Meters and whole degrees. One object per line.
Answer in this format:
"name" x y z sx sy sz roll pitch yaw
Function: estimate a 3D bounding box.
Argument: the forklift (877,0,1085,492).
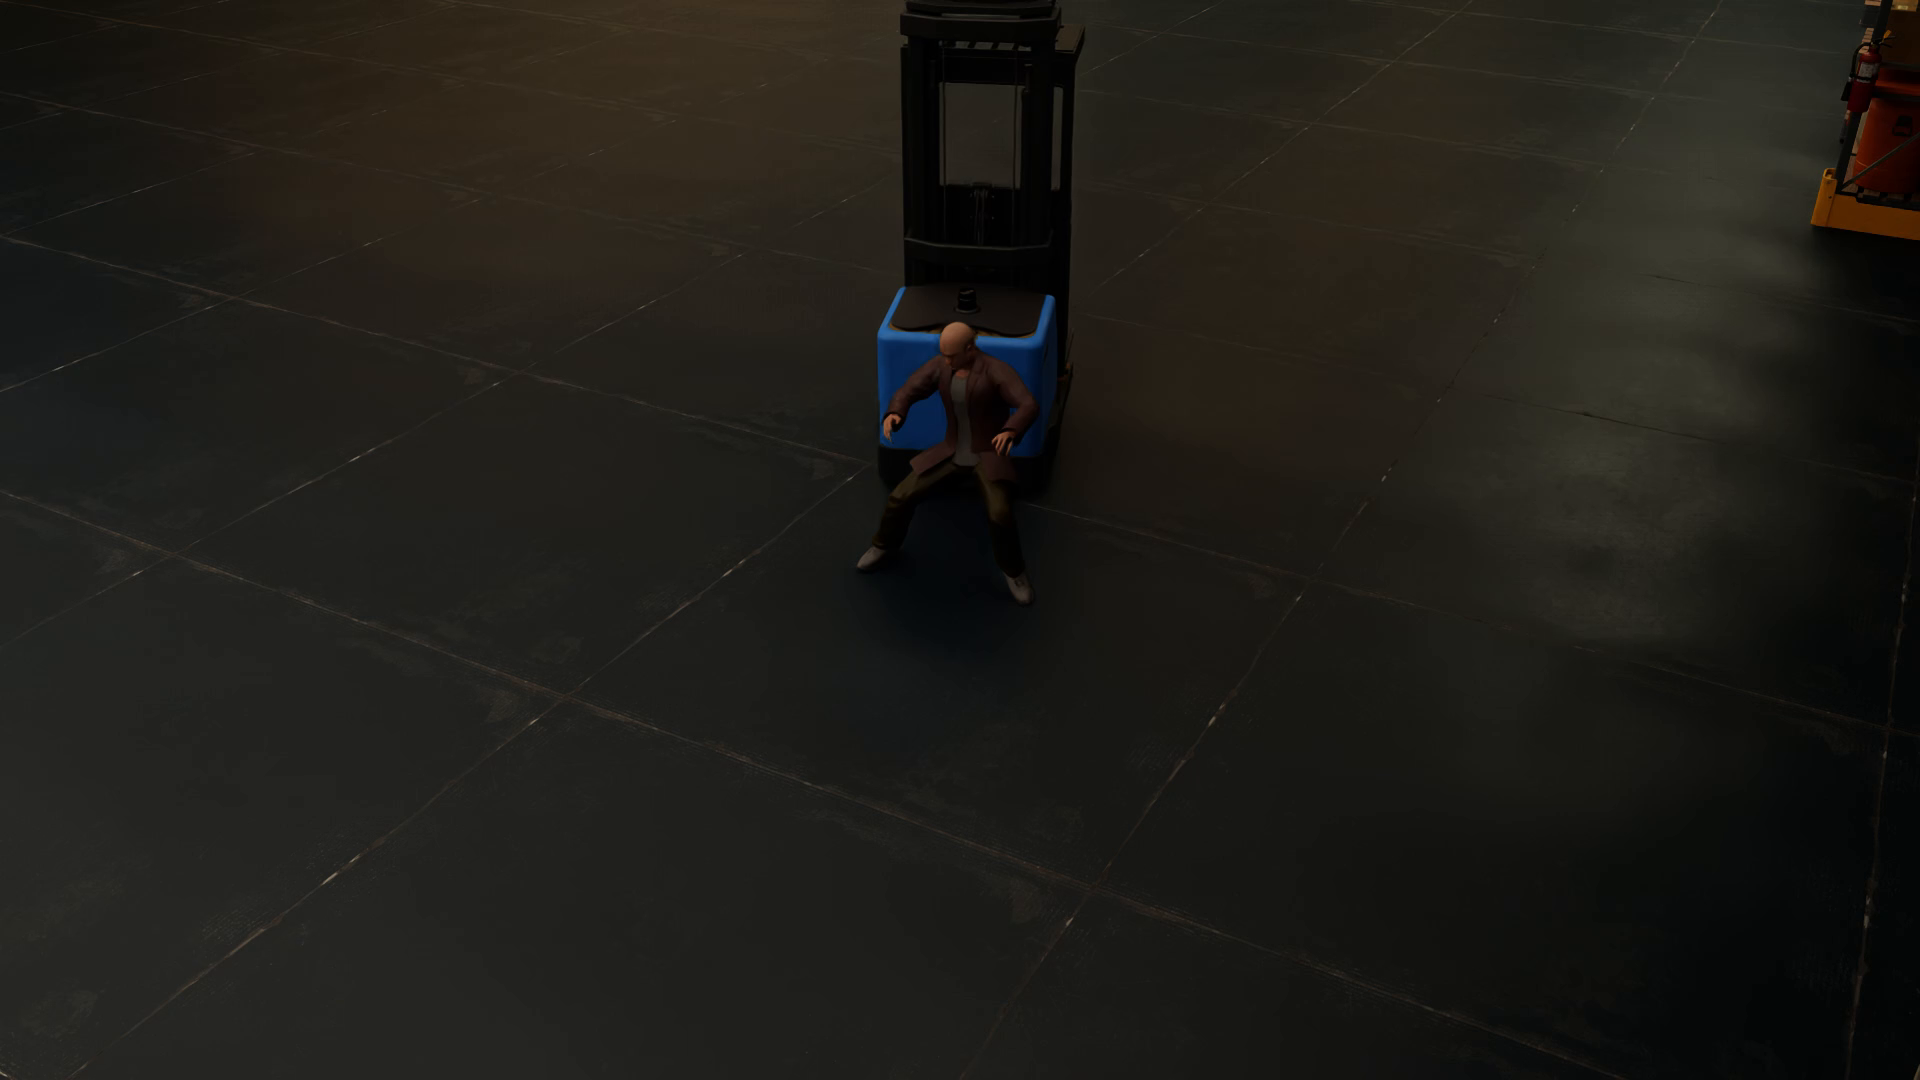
"forklift" 0.211 -2.288 11.034 1.130 2.935 3.031 4 30 7

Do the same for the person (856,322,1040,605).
"person" -0.036 -0.444 9.232 1.070 1.537 0.766 21 36 31
